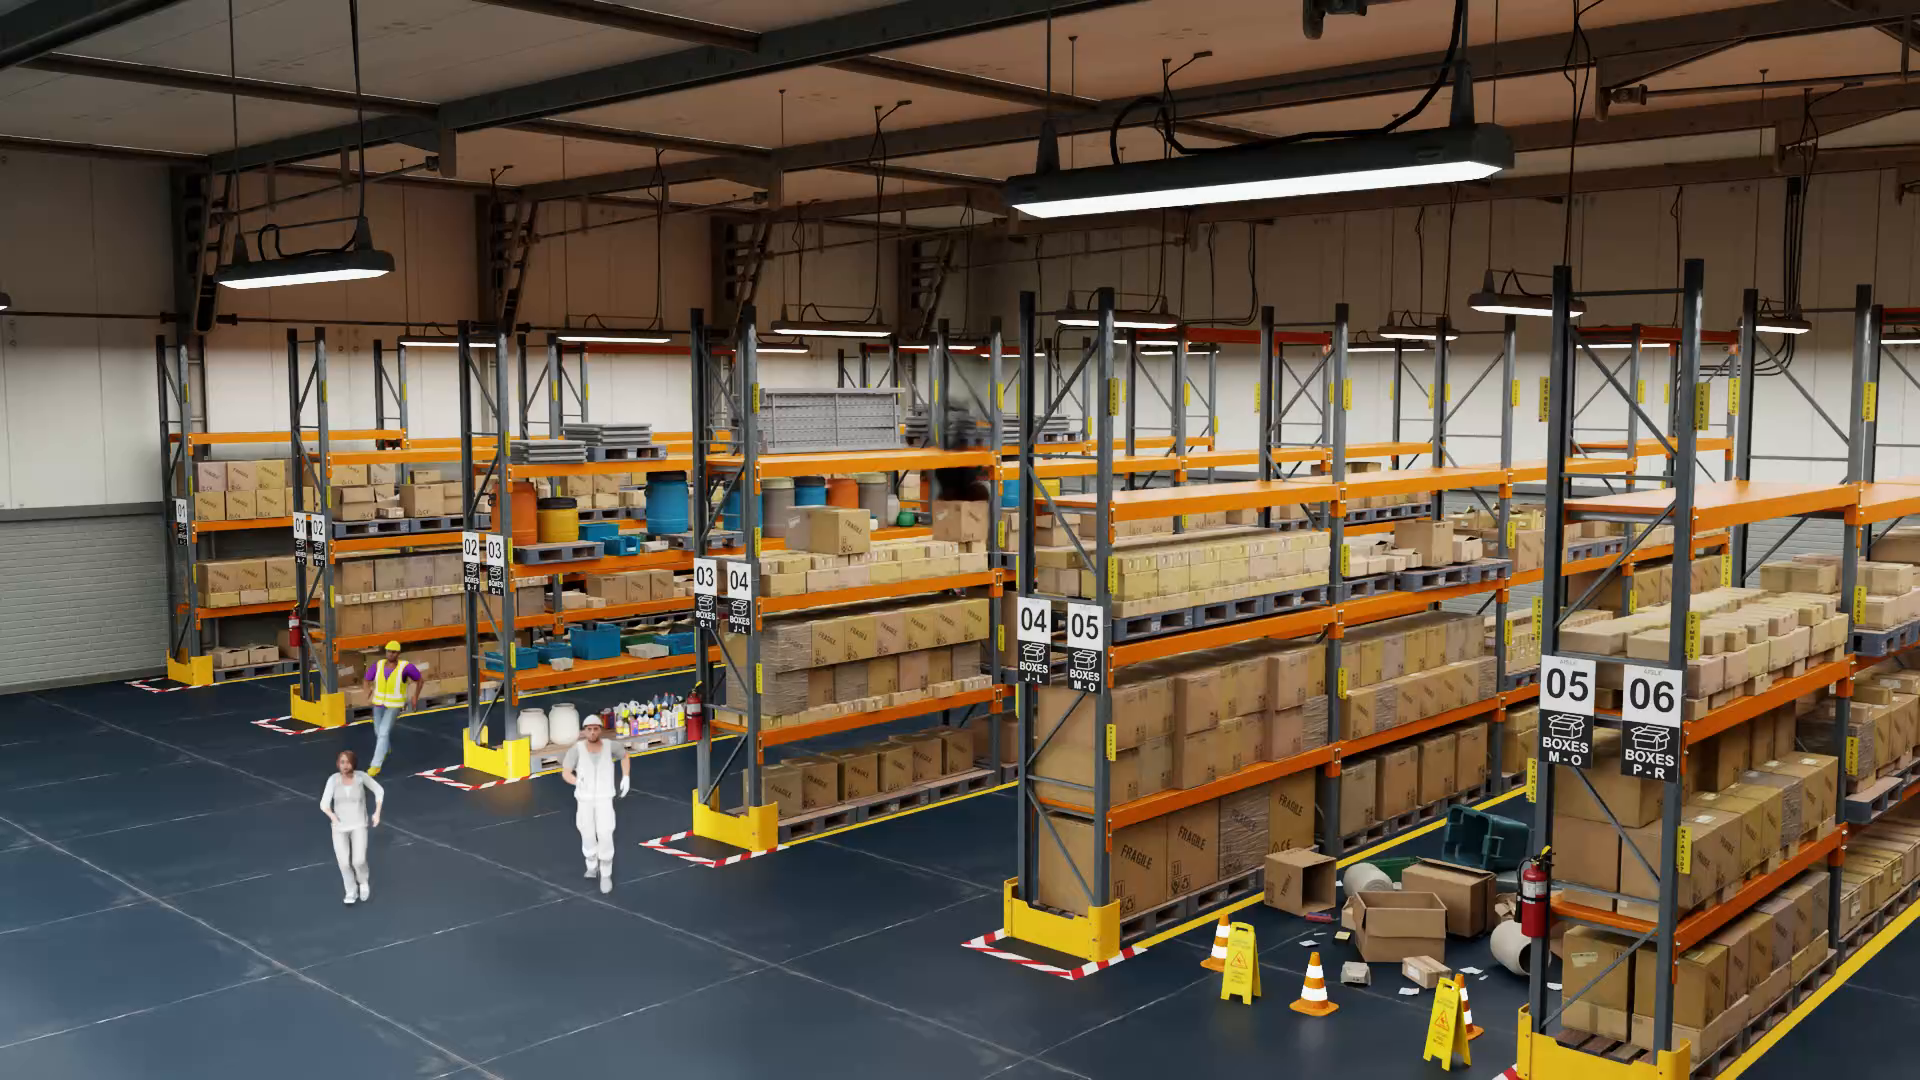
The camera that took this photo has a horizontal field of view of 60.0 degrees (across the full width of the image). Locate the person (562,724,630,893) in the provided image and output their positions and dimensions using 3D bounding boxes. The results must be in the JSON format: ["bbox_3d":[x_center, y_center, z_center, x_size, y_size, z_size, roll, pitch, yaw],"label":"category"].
[{"bbox_3d":[-3.720,2.718,17.029,0.678,1.801,0.750,-1,5,-11],"label":"person"}]

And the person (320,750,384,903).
[{"bbox_3d":[-5.984,2.838,16.362,0.577,1.556,0.584,-1,6,-14],"label":"person"}]

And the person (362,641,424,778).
[{"bbox_3d":[-7.595,2.209,22.098,0.758,1.754,0.956,1,5,7],"label":"person"}]
